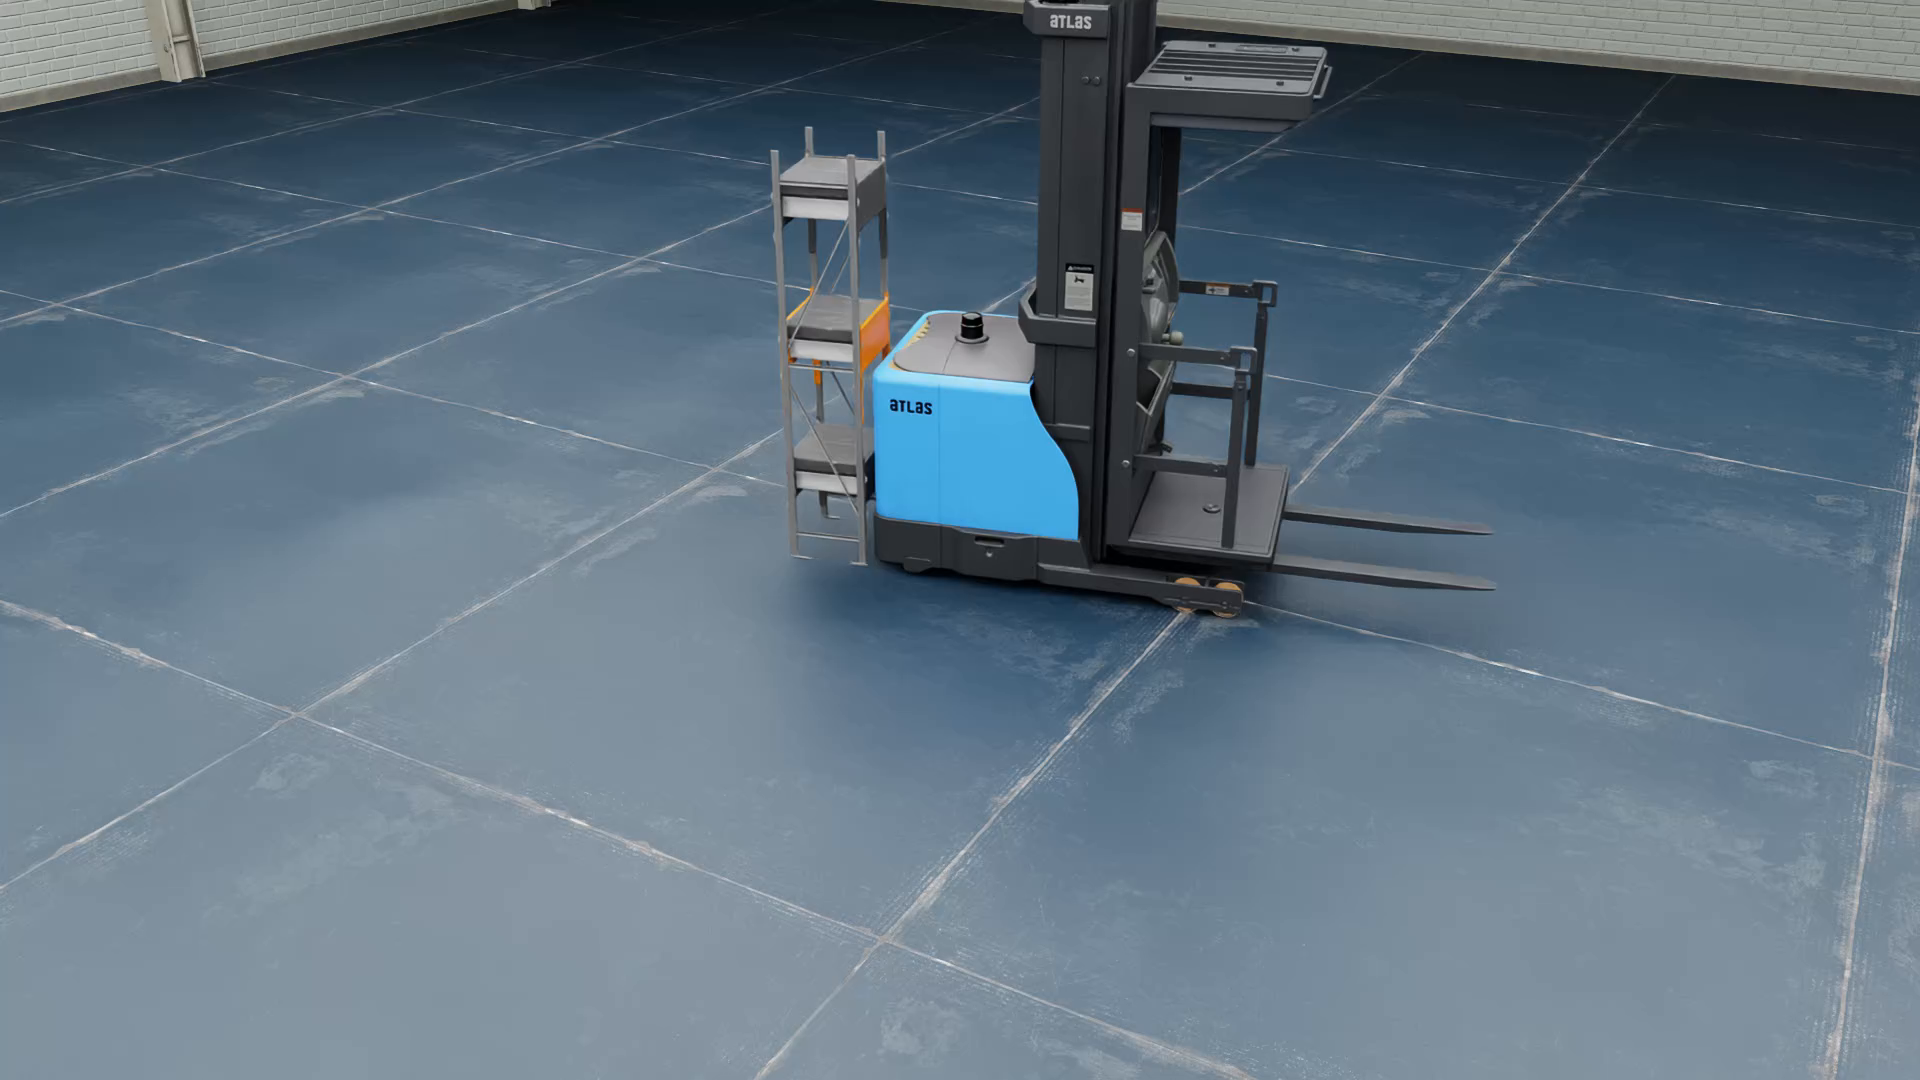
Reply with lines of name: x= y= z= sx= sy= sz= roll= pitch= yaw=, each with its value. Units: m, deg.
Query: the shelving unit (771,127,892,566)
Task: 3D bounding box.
shelving unit: x=-0.614 y=-0.935 z=8.272 sx=0.431 sy=2.100 sz=0.503 roll=6 pitch=27 yaw=12

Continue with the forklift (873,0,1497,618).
forklift: x=1.139 y=-1.201 z=7.875 sx=3.031 sy=2.935 sz=1.130 roll=7 pitch=27 yaw=13

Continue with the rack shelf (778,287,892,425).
rack shelf: x=-0.614 y=-0.923 z=8.278 sx=0.431 sy=0.518 sz=0.480 roll=6 pitch=27 yaw=12

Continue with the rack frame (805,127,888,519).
rack frame: x=-0.555 y=-1.041 z=8.484 sx=0.400 sy=2.100 sz=0.015 roll=6 pitch=27 yaw=12

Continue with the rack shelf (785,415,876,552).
rack shelf: x=-0.614 y=-0.297 z=8.591 sx=0.431 sy=0.518 sz=0.480 roll=6 pitch=27 yaw=12

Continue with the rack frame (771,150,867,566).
rack frame: x=-0.673 y=-0.829 z=8.060 sx=0.400 sy=2.100 sz=0.015 roll=6 pitch=27 yaw=12

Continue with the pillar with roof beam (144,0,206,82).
pillar with roof beam: x=-5.433 y=-8.536 z=15.749 sx=9.100 sy=9.000 sz=0.400 roll=14 pitch=30 yaw=26

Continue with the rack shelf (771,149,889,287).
rack shelf: x=-0.614 y=-1.549 z=7.965 sx=0.431 sy=0.518 sz=0.480 roll=6 pitch=27 yaw=12

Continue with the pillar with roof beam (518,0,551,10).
pillar with roof beam: x=-2.482 y=-10.874 z=20.420 sx=9.100 sy=9.000 sz=0.400 roll=14 pitch=30 yaw=26
